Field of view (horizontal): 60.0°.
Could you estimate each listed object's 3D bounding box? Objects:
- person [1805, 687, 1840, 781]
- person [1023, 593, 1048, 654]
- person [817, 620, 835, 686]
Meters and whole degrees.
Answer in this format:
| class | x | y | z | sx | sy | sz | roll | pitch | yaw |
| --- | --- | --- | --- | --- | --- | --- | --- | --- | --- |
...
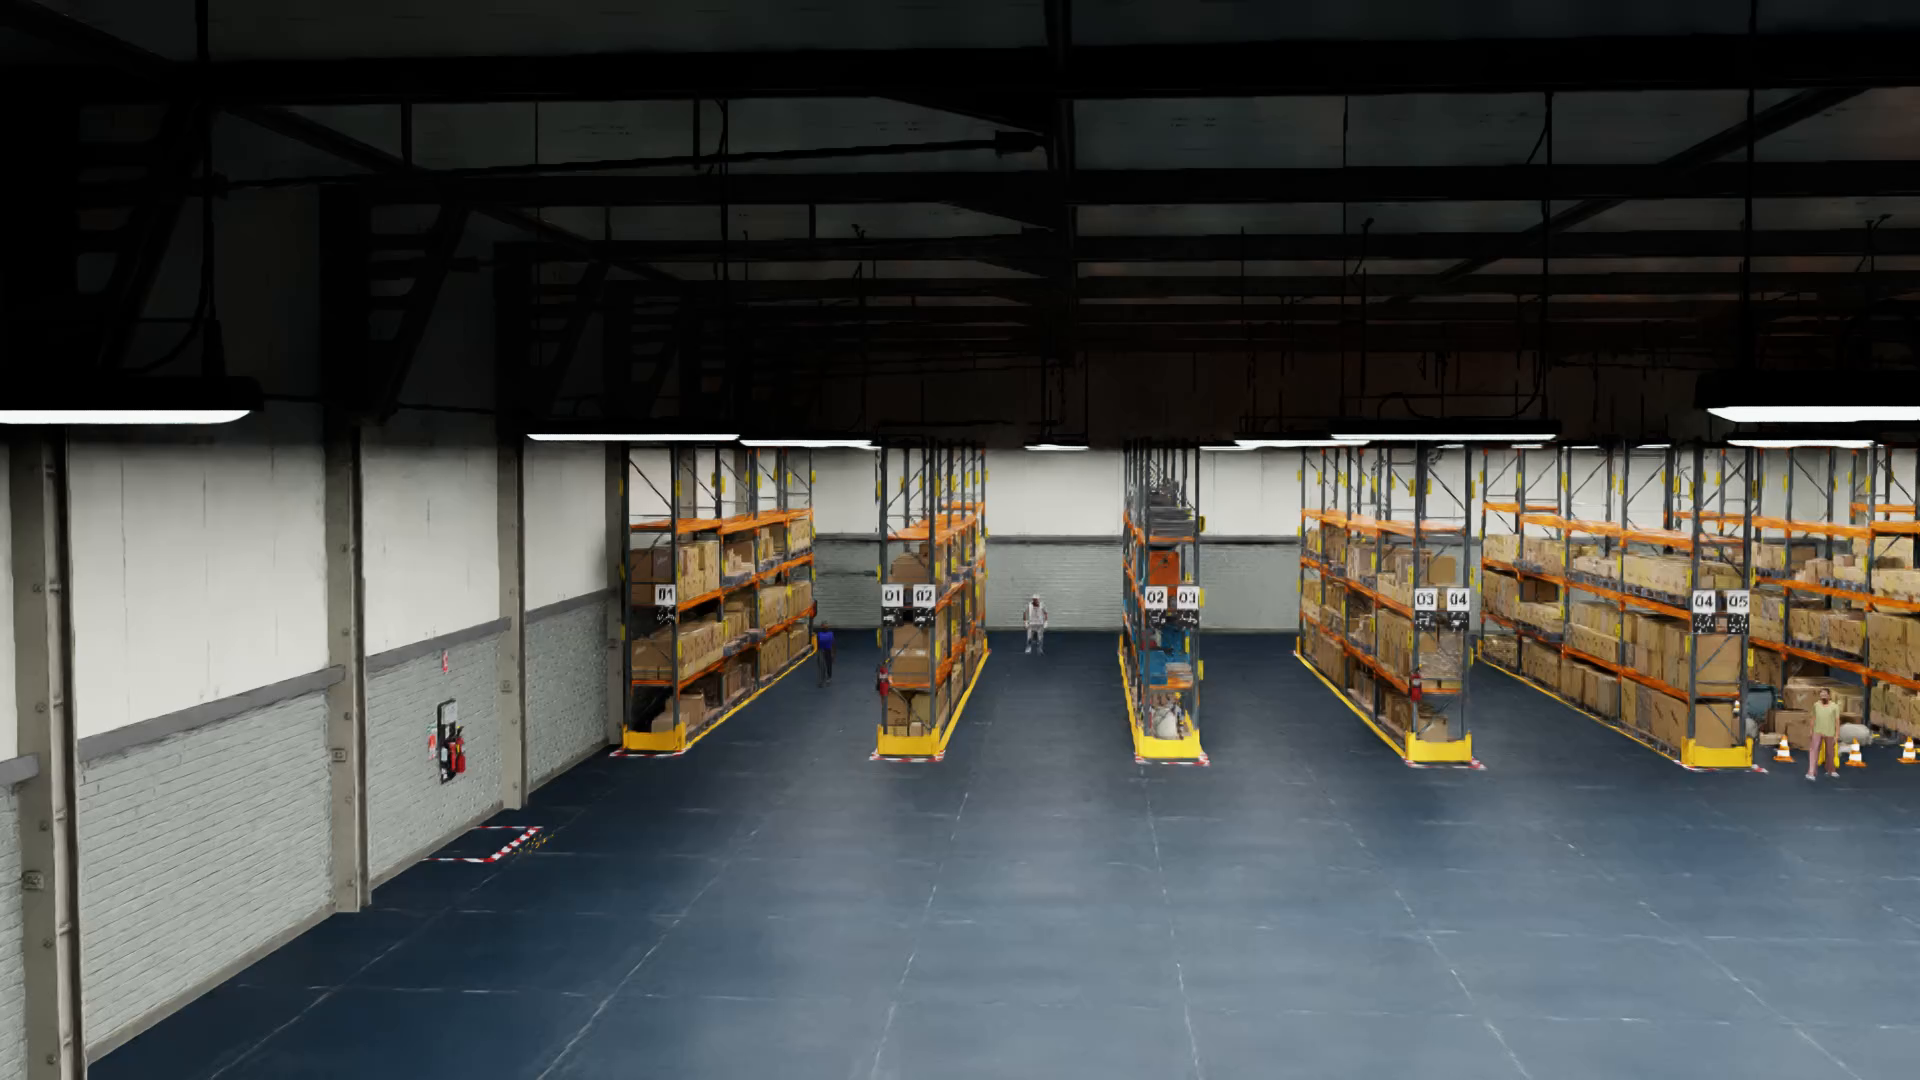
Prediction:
| class | x | y | z | sx | sy | sz | roll | pitch | yaw |
| --- | --- | --- | --- | --- | --- | --- | --- | --- | --- |
| person | 15.013 | 3.359 | 28.889 | 0.483 | 1.623 | 0.930 | 2 | 4 | 32 |
| person | 2.121 | 2.361 | 46.825 | 0.702 | 1.735 | 0.549 | 0 | 3 | 3 |
| person | -3.270 | 2.745 | 40.616 | 0.461 | 1.596 | 0.999 | 0 | 3 | 3 |
